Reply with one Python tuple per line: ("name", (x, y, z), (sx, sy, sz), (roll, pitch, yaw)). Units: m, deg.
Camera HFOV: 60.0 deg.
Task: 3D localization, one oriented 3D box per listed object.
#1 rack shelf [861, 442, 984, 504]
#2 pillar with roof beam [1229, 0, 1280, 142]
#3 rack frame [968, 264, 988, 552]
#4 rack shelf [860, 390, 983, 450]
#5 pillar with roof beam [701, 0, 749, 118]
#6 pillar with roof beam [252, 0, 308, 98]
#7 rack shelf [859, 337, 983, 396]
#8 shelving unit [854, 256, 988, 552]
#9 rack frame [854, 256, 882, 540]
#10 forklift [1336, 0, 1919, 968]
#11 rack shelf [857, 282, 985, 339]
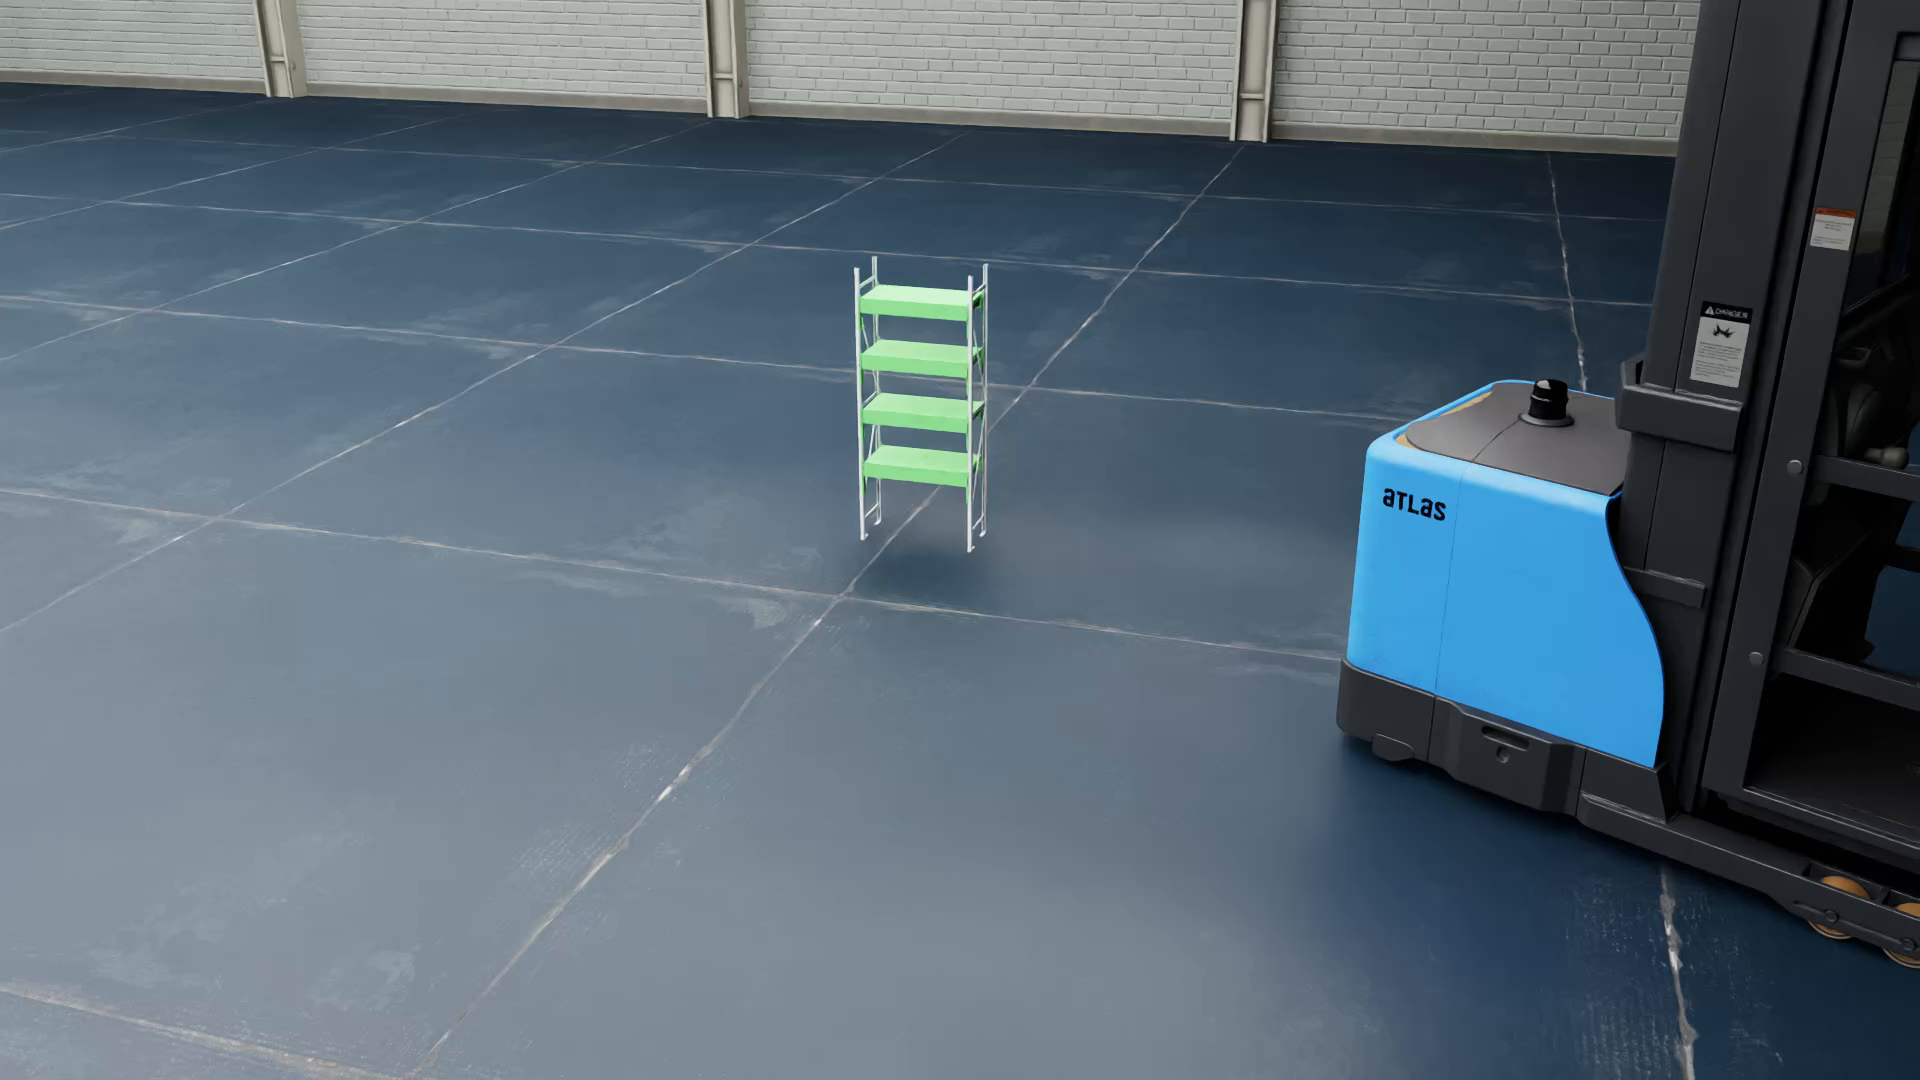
("rack shelf", (-0.158, -0.292, 7.202), (0.480, 0.148, 0.258), (7, 23, 16))
("pillar with roof beam", (1.830, -6.844, 12.097), (0.400, 9.000, 9.100), (7, 23, 16))
("rack frame", (0.075, -0.547, 7.021), (0.015, 1.200, 0.240), (7, 23, 16))
("rack shelf", (-0.158, -0.514, 7.111), (0.480, 0.148, 0.258), (7, 23, 16))
("pillar with roof beam", (-3.914, -7.502, 13.701), (0.400, 9.000, 9.100), (7, 23, 16))
("pillar with roof beam", (-9.658, -8.159, 15.304), (0.400, 9.000, 9.100), (7, 23, 16))
("rack shelf", (-0.158, -0.736, 7.020), (0.480, 0.148, 0.258), (7, 23, 16))
("shelving unit", (-0.158, -0.573, 7.087), (0.503, 1.200, 0.258), (7, 23, 16))
("rack frame", (-0.392, -0.600, 7.152), (0.015, 1.200, 0.240), (7, 23, 16))
("forklift", (2.693, -0.432, 4.461), (3.031, 2.935, 1.130), (19, 29, 38))
("rack shelf", (-0.158, -0.958, 6.929), (0.480, 0.148, 0.258), (7, 23, 16))
